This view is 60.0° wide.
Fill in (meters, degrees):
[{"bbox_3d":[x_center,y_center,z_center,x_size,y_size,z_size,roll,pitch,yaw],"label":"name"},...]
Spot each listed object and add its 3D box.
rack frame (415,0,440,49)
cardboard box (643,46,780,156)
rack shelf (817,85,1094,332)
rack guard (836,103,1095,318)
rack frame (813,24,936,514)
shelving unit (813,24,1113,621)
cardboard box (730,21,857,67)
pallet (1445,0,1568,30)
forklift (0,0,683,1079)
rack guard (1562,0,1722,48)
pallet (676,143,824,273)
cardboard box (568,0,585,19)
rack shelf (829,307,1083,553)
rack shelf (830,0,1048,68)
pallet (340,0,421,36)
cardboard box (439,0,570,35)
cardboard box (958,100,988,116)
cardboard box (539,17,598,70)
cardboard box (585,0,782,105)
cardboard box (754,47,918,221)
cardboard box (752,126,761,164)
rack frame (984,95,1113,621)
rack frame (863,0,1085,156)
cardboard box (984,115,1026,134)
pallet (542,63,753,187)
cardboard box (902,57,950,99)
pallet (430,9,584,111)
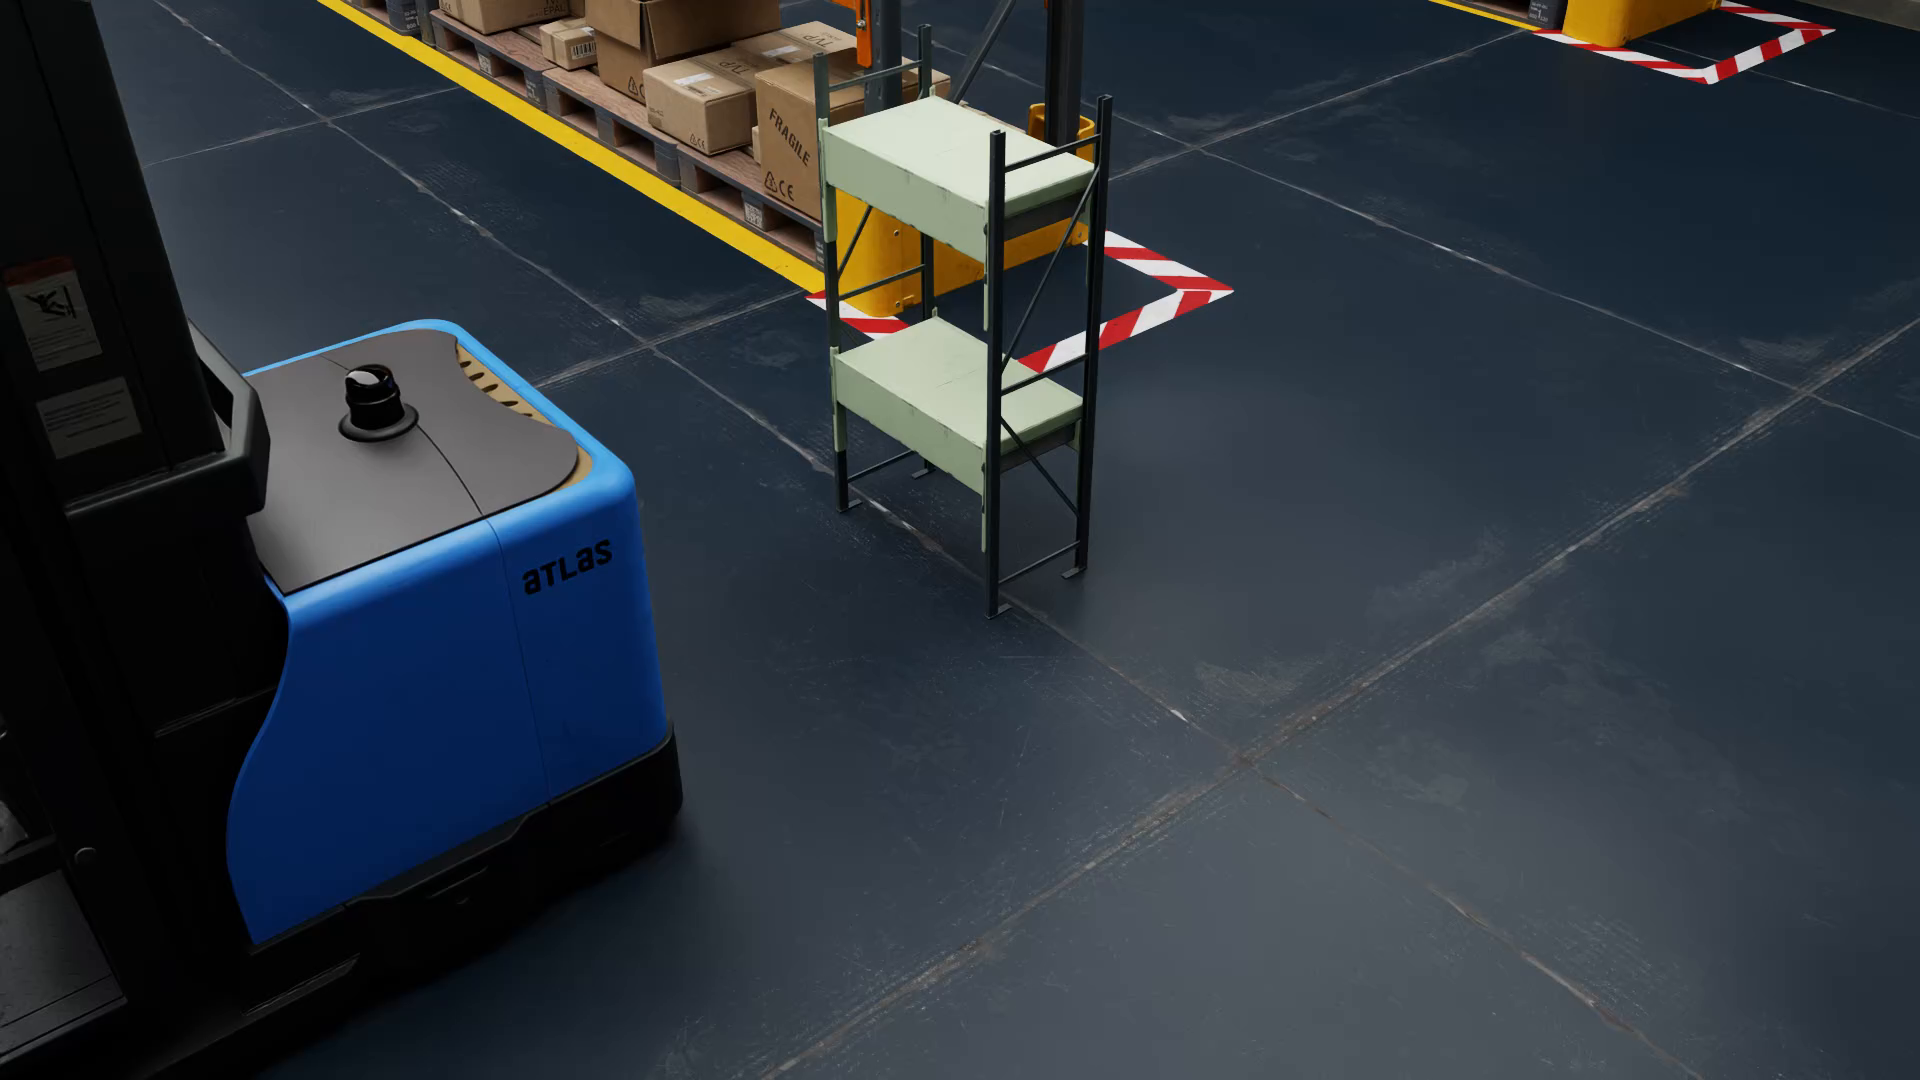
[{"bbox_3d":[-2.514,-4.099,8.443,1.000,3.000,0.127,-26,43,-32],"label":"rack frame"},{"bbox_3d":[-1.062,-1.970,7.434,0.500,0.250,0.500,-26,43,-32],"label":"cardboard box"},{"bbox_3d":[-0.004,-0.933,4.595,0.431,0.370,0.720,-26,43,-32],"label":"rack shelf"},{"bbox_3d":[0.018,-1.347,6.719,1.175,0.500,0.348,-26,43,-32],"label":"rack guard"},{"bbox_3d":[-0.241,-0.777,5.049,0.400,1.500,0.023,-26,43,-32],"label":"rack frame"},{"bbox_3d":[-0.004,-0.615,4.821,0.431,1.500,0.755,-26,43,-32],"label":"shelving unit"},{"bbox_3d":[-0.713,-2.178,7.729,0.500,0.250,0.500,-26,43,-32],"label":"cardboard box"},{"bbox_3d":[3.273,-3.368,9.824,1.003,0.211,1.213,-26,43,-32],"label":"pallet"},{"bbox_3d":[-2.161,-0.149,2.925,3.031,2.935,1.130,-25,42,-31],"label":"forklift"},{"bbox_3d":[3.864,-3.152,9.268,1.175,0.500,0.348,-26,43,-32],"label":"rack guard"},{"bbox_3d":[-0.497,-1.580,7.299,1.003,0.211,1.213,-26,43,-32],"label":"pallet"},{"bbox_3d":[-1.930,-3.113,8.832,0.500,0.500,0.500,-26,43,-32],"label":"cardboard box"},{"bbox_3d":[-0.004,-0.349,5.009,0.431,0.370,0.720,-26,43,-32],"label":"rack shelf"},{"bbox_3d":[-1.224,-2.923,7.404,1.077,0.370,4.000,-26,43,-32],"label":"rack shelf"},{"bbox_3d":[-3.068,-3.306,9.736,1.003,0.211,1.213,-26,43,-32],"label":"pallet"},{"bbox_3d":[-2.409,-2.916,8.717,0.500,0.311,0.500,-26,43,-32],"label":"cardboard box"},{"bbox_3d":[-0.102,-1.780,7.239,0.380,0.166,0.250,-26,43,-32],"label":"cardboard box"},{"bbox_3d":[-1.843,-2.479,8.225,0.380,0.166,0.250,-26,43,-32],"label":"cardboard box"},{"bbox_3d":[-1.298,-2.433,7.869,0.797,0.503,0.637,-26,43,-32],"label":"cardboard box"},{"bbox_3d":[-0.472,-1.641,6.754,0.500,0.500,0.500,-26,43,-32],"label":"cardboard box"},{"bbox_3d":[-0.665,-1.717,7.150,0.380,0.166,0.250,-26,43,-32],"label":"cardboard box"},{"bbox_3d":[0.232,-0.453,4.593,0.400,1.500,0.023,-26,43,-32],"label":"rack frame"},{"bbox_3d":[0.067,-2.333,5.949,1.000,3.000,0.127,-26,43,-32],"label":"rack frame"},{"bbox_3d":[0.059,-1.663,7.088,0.380,0.149,0.250,-26,43,-32],"label":"cardboard box"},{"bbox_3d":[-1.280,-2.119,8.059,1.003,0.211,1.213,-26,43,-32],"label":"pallet"},{"bbox_3d":[-0.390,-1.957,7.417,0.500,0.250,0.500,-26,43,-32],"label":"cardboard box"},{"bbox_3d":[-2.072,-2.658,8.820,1.003,0.211,1.213,-26,43,-32],"label":"pallet"}]
